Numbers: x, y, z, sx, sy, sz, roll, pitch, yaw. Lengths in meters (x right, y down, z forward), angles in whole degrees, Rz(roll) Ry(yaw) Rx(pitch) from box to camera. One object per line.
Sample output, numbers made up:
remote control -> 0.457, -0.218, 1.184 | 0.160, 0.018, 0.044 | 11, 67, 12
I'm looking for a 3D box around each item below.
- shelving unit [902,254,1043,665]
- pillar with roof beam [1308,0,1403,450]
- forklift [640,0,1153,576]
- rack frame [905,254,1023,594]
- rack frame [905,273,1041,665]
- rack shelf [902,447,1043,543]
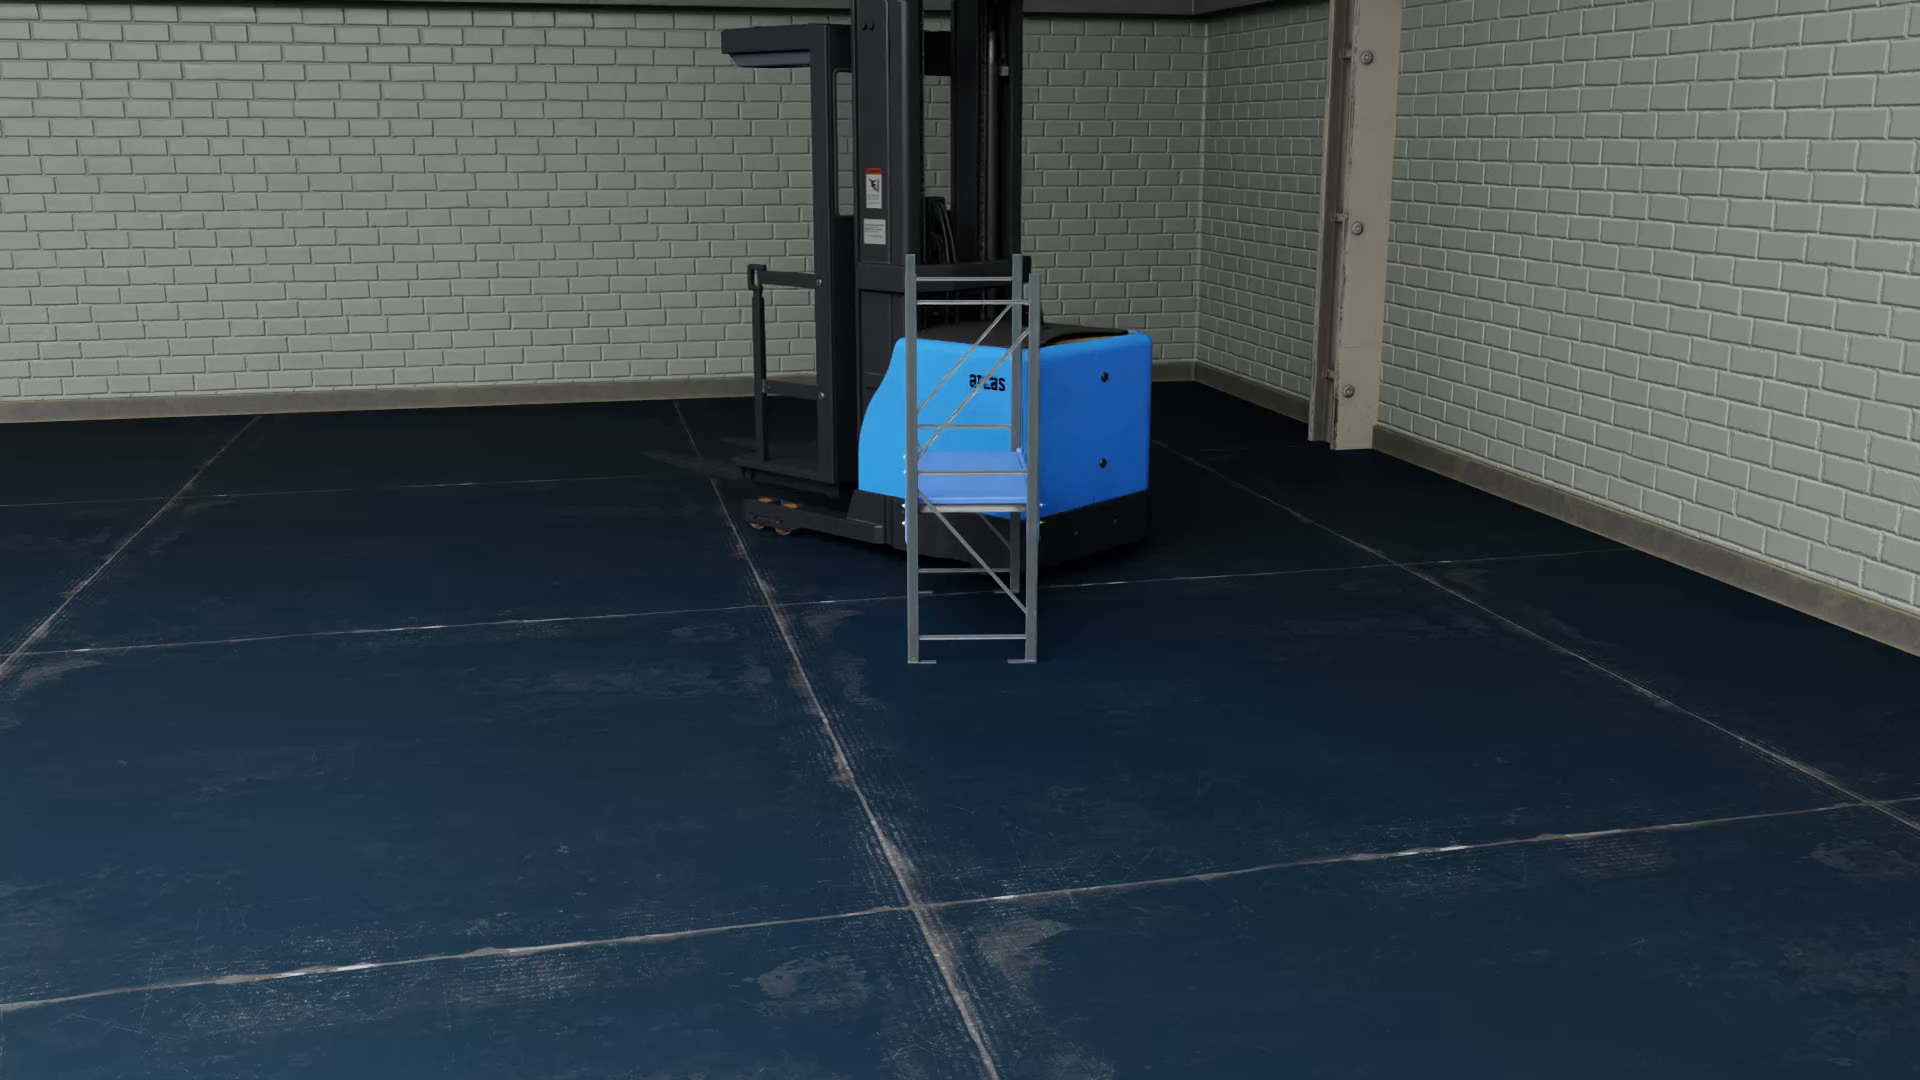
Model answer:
shelving unit -> 0.032, -0.371, 6.787 | 0.538, 1.500, 1.048 | 0, 14, -2
pillar with roof beam -> -1.649, -4.771, 8.996 | 9.100, 9.000, 0.400 | -3, 14, -13
forklift -> -0.492, -1.528, 8.507 | 3.031, 2.935, 1.130 | 12, 18, 40
rack frame -> 0.017, -0.492, 7.281 | 0.500, 1.500, 0.032 | 0, 14, -2
rack frame -> 0.048, -0.251, 6.294 | 0.500, 1.500, 0.032 | 0, 14, -2
rack shelf -> 0.032, -0.197, 6.830 | 0.538, 0.185, 1.000 | 0, 14, -2
